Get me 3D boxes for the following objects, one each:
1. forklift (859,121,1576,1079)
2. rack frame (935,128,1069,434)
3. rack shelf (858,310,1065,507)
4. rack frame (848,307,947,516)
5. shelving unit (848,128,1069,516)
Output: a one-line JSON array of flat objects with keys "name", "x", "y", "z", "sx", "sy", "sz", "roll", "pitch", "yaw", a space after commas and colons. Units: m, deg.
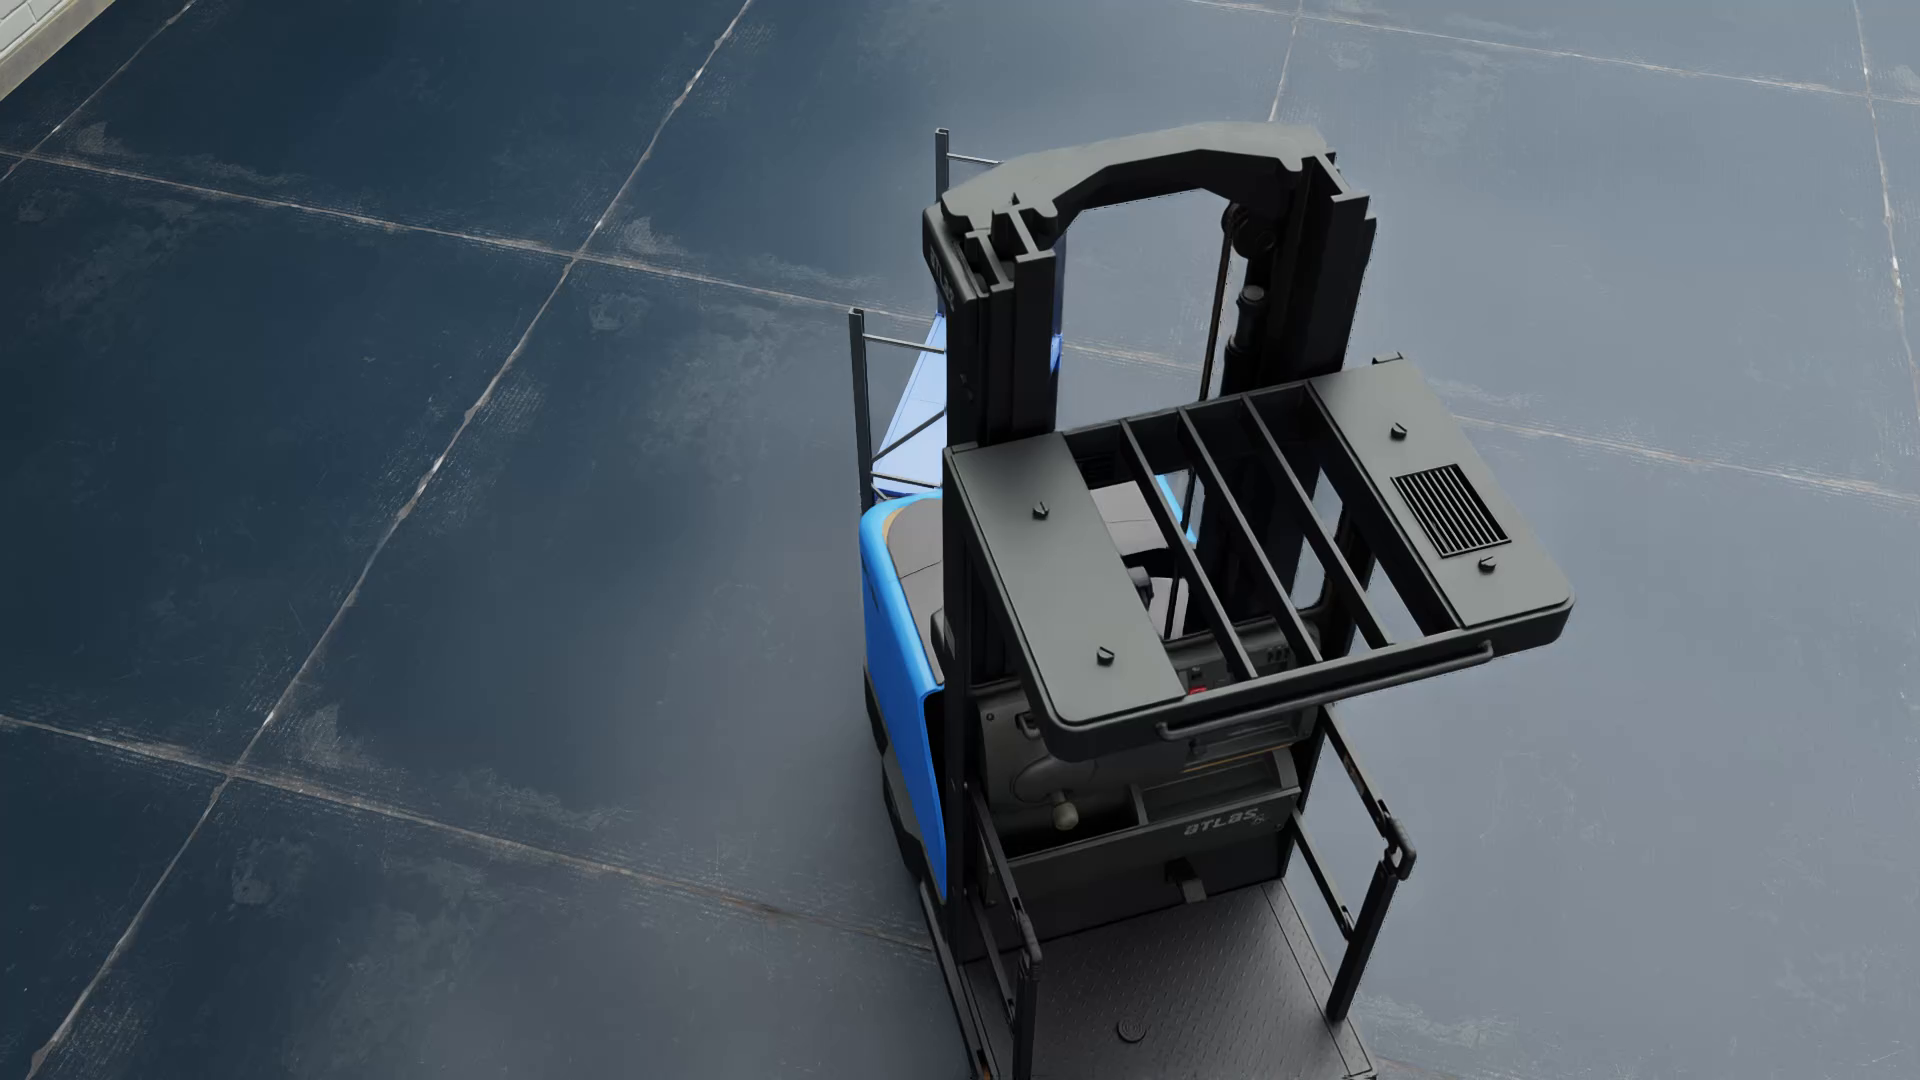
[{"name": "forklift", "x": 0.567, "y": 0.589, "z": 4.194, "sx": 1.130, "sy": 2.935, "sz": 3.031, "roll": -13, "pitch": 50, "yaw": -11}, {"name": "rack frame", "x": 0.156, "y": -0.926, "z": 6.486, "sx": 0.500, "sy": 1.500, "sz": 0.032, "roll": 12, "pitch": 50, "yaw": 10}, {"name": "rack shelf", "x": 0.022, "y": -0.439, "z": 6.296, "sx": 0.538, "sy": 0.185, "sz": 1.000, "roll": 12, "pitch": 50, "yaw": 10}, {"name": "rack frame", "x": -0.111, "y": -0.190, "z": 5.836, "sx": 0.500, "sy": 1.500, "sz": 0.032, "roll": 12, "pitch": 50, "yaw": 10}, {"name": "shelving unit", "x": 0.022, "y": -0.558, "z": 6.161, "sx": 0.538, "sy": 1.500, "sz": 1.048, "roll": 12, "pitch": 50, "yaw": 10}]
